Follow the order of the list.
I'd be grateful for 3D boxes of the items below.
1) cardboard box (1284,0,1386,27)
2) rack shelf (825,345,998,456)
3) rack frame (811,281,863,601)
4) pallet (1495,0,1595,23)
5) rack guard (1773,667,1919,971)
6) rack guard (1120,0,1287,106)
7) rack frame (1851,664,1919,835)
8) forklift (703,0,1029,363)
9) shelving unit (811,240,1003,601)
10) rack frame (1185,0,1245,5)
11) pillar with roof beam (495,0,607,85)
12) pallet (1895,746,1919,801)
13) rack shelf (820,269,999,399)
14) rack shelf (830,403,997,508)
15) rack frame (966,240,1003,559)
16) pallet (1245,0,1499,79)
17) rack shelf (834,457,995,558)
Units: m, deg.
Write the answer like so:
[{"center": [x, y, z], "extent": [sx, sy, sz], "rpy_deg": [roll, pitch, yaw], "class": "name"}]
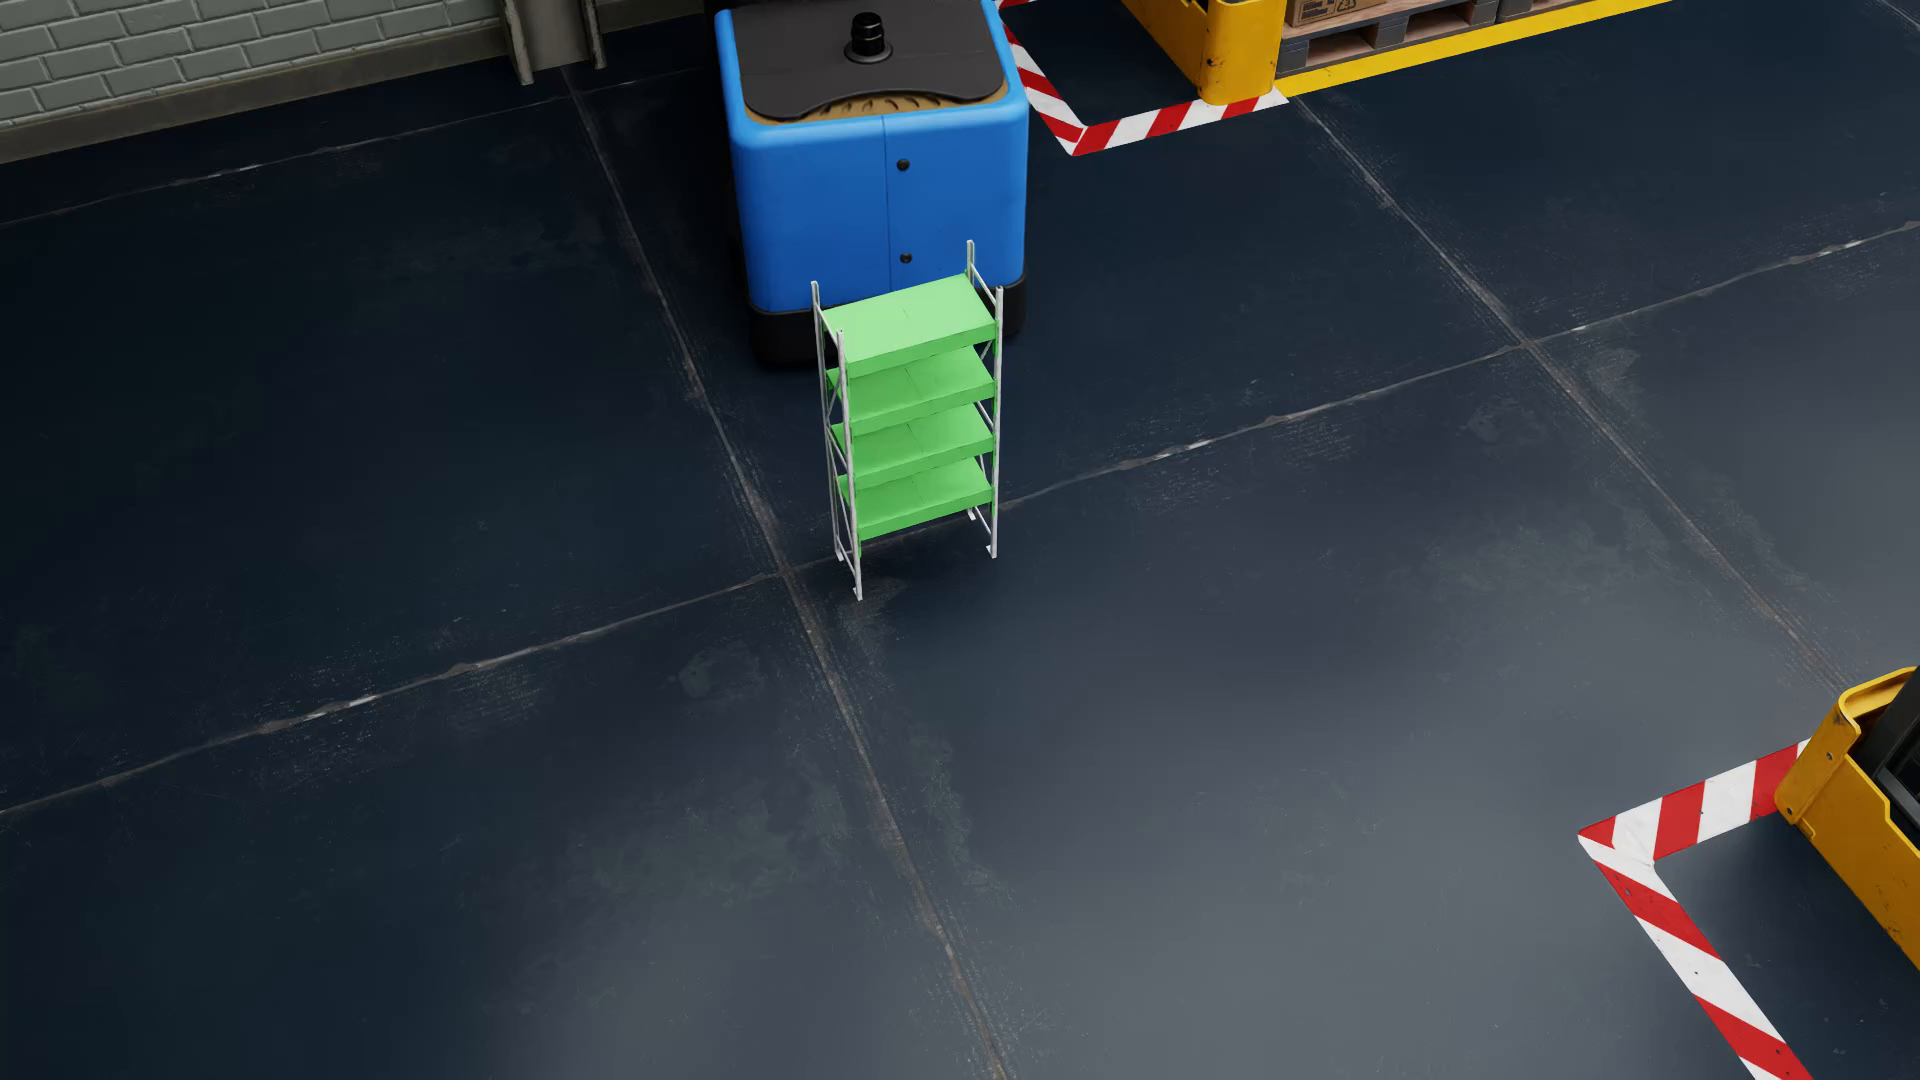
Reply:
[{"center": [1.583, -2.768, 7.518], "extent": [0.637, 0.503, 0.797], "rpy_deg": [-19, 52, -16], "class": "cardboard box"}, {"center": [-0.153, -0.458, 5.120], "extent": [0.480, 0.148, 0.258], "rpy_deg": [-17, 52, -14], "class": "rack shelf"}, {"center": [-0.379, -0.273, 5.194], "extent": [0.015, 1.200, 0.240], "rpy_deg": [-17, 52, -14], "class": "rack frame"}, {"center": [2.917, -3.025, 8.209], "extent": [1.213, 0.211, 1.003], "rpy_deg": [-17, 52, -14], "class": "pallet"}, {"center": [2.839, 0.971, 4.586], "extent": [0.348, 0.500, 1.175], "rpy_deg": [-17, 52, -14], "class": "rack guard"}, {"center": [1.052, -2.543, 7.604], "extent": [0.348, 0.500, 1.175], "rpy_deg": [-17, 52, -14], "class": "rack guard"}, {"center": [2.861, 0.150, 3.644], "extent": [0.127, 3.000, 1.000], "rpy_deg": [-17, 52, -14], "class": "rack frame"}, {"center": [-0.507, -2.758, 6.187], "extent": [1.130, 2.935, 3.031], "rpy_deg": [-7, 50, -6], "class": "forklift"}, {"center": [-0.153, -0.343, 5.254], "extent": [0.503, 1.200, 0.258], "rpy_deg": [-17, 52, -14], "class": "shelving unit"}, {"center": [0.981, -3.335, 6.637], "extent": [0.127, 3.000, 1.000], "rpy_deg": [-17, 52, -14], "class": "rack frame"}, {"center": [-0.228, -2.126, 1.644], "extent": [0.400, 9.000, 9.100], "rpy_deg": [-17, 52, -14], "class": "pillar with roof beam"}, {"center": [3.572, 0.774, 4.946], "extent": [1.213, 0.211, 1.003], "rpy_deg": [-17, 52, -14], "class": "pallet"}, {"center": [-0.153, -0.614, 4.938], "extent": [0.480, 0.148, 0.258], "rpy_deg": [-17, 52, -14], "class": "rack shelf"}, {"center": [-0.153, -0.302, 5.302], "extent": [0.480, 0.148, 0.258], "rpy_deg": [-17, 52, -14], "class": "rack shelf"}, {"center": [0.073, -0.413, 5.314], "extent": [0.015, 1.200, 0.240], "rpy_deg": [-17, 52, -14], "class": "rack frame"}, {"center": [1.789, -2.678, 7.911], "extent": [1.213, 0.211, 1.003], "rpy_deg": [-17, 52, -14], "class": "pallet"}, {"center": [-0.153, -0.145, 5.485], "extent": [0.480, 0.148, 0.258], "rpy_deg": [-17, 52, -14], "class": "rack shelf"}]
